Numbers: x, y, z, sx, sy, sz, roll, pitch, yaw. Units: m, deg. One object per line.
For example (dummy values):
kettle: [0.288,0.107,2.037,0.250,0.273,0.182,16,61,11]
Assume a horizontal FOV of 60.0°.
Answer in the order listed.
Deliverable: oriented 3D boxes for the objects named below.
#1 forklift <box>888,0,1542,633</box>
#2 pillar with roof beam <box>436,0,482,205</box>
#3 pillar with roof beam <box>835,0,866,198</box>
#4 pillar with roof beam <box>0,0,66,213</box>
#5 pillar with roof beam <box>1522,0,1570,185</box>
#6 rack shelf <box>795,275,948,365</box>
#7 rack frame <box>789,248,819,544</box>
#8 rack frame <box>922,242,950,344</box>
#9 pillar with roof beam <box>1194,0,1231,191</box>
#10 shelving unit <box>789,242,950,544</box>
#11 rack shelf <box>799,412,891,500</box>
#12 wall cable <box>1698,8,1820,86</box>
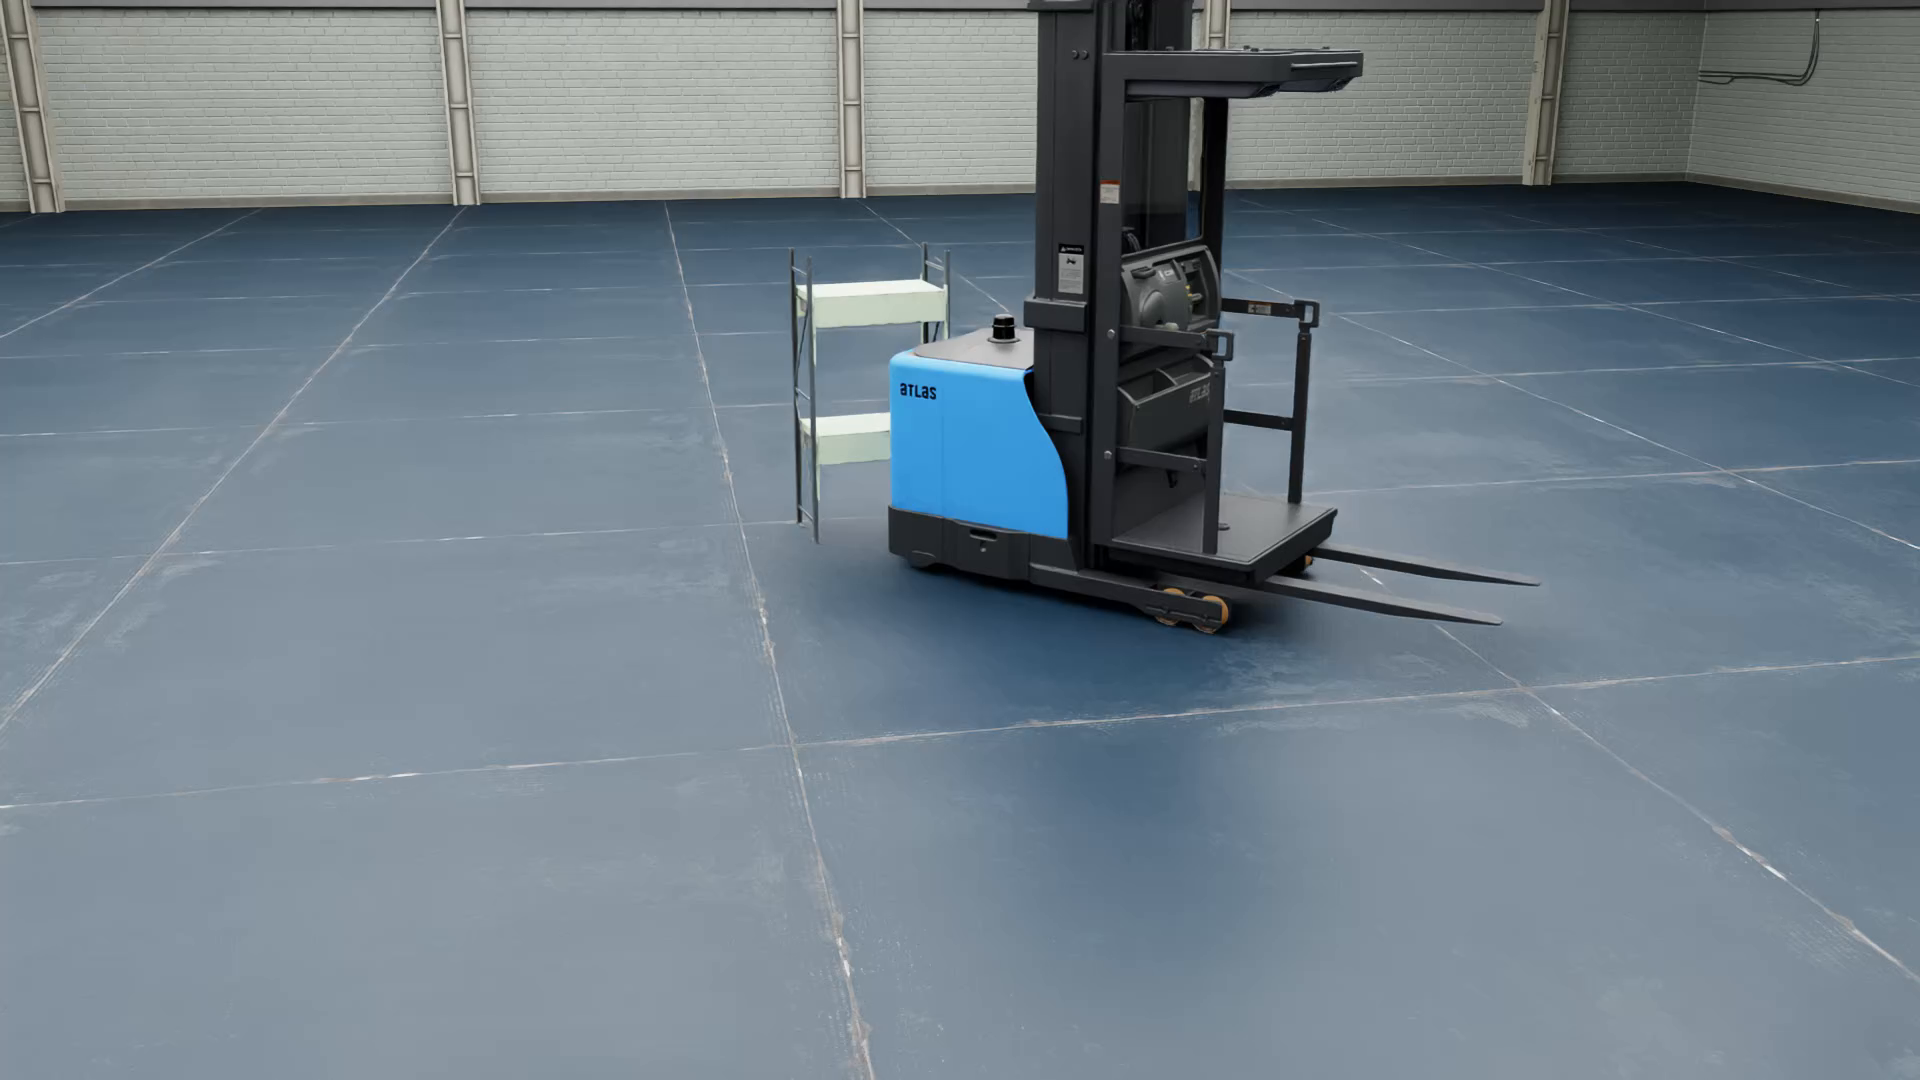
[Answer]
forklift: [1.155,-1.161,7.601,3.031,2.935,1.130,11,20,31]
pillar with roof beam: [-6.805,-8.263,20.387,0.400,9.000,9.100,-3,17,-10]
pillar with roof beam: [-0.914,-8.597,21.475,0.400,9.000,9.100,-3,17,-10]
pillar with roof beam: [-12.696,-7.929,19.299,0.400,9.000,9.100,-3,17,-10]
pillar with roof beam: [10.868,-9.265,23.651,0.400,9.000,9.100,-3,17,-10]
rack shelf: [-0.472,-1.160,8.704,0.720,0.370,0.431,-6,18,-18]
rack frame: [-0.817,-0.751,8.703,0.023,1.500,0.400,-6,18,-18]
rack frame: [-0.126,-0.822,8.934,0.023,1.500,0.400,-6,18,-18]
pillar with roof beam: [4.977,-8.931,22.563,0.400,9.000,9.100,-3,17,-10]
shelving unit: [-0.472,-0.787,8.818,0.755,1.500,0.431,-6,18,-18]
rack shelf: [-0.472,-0.475,8.914,0.720,0.370,0.431,-6,18,-18]
wall cable: [13.195,-8.805,27.441,0.112,2.526,3.097,-3,17,-10]
